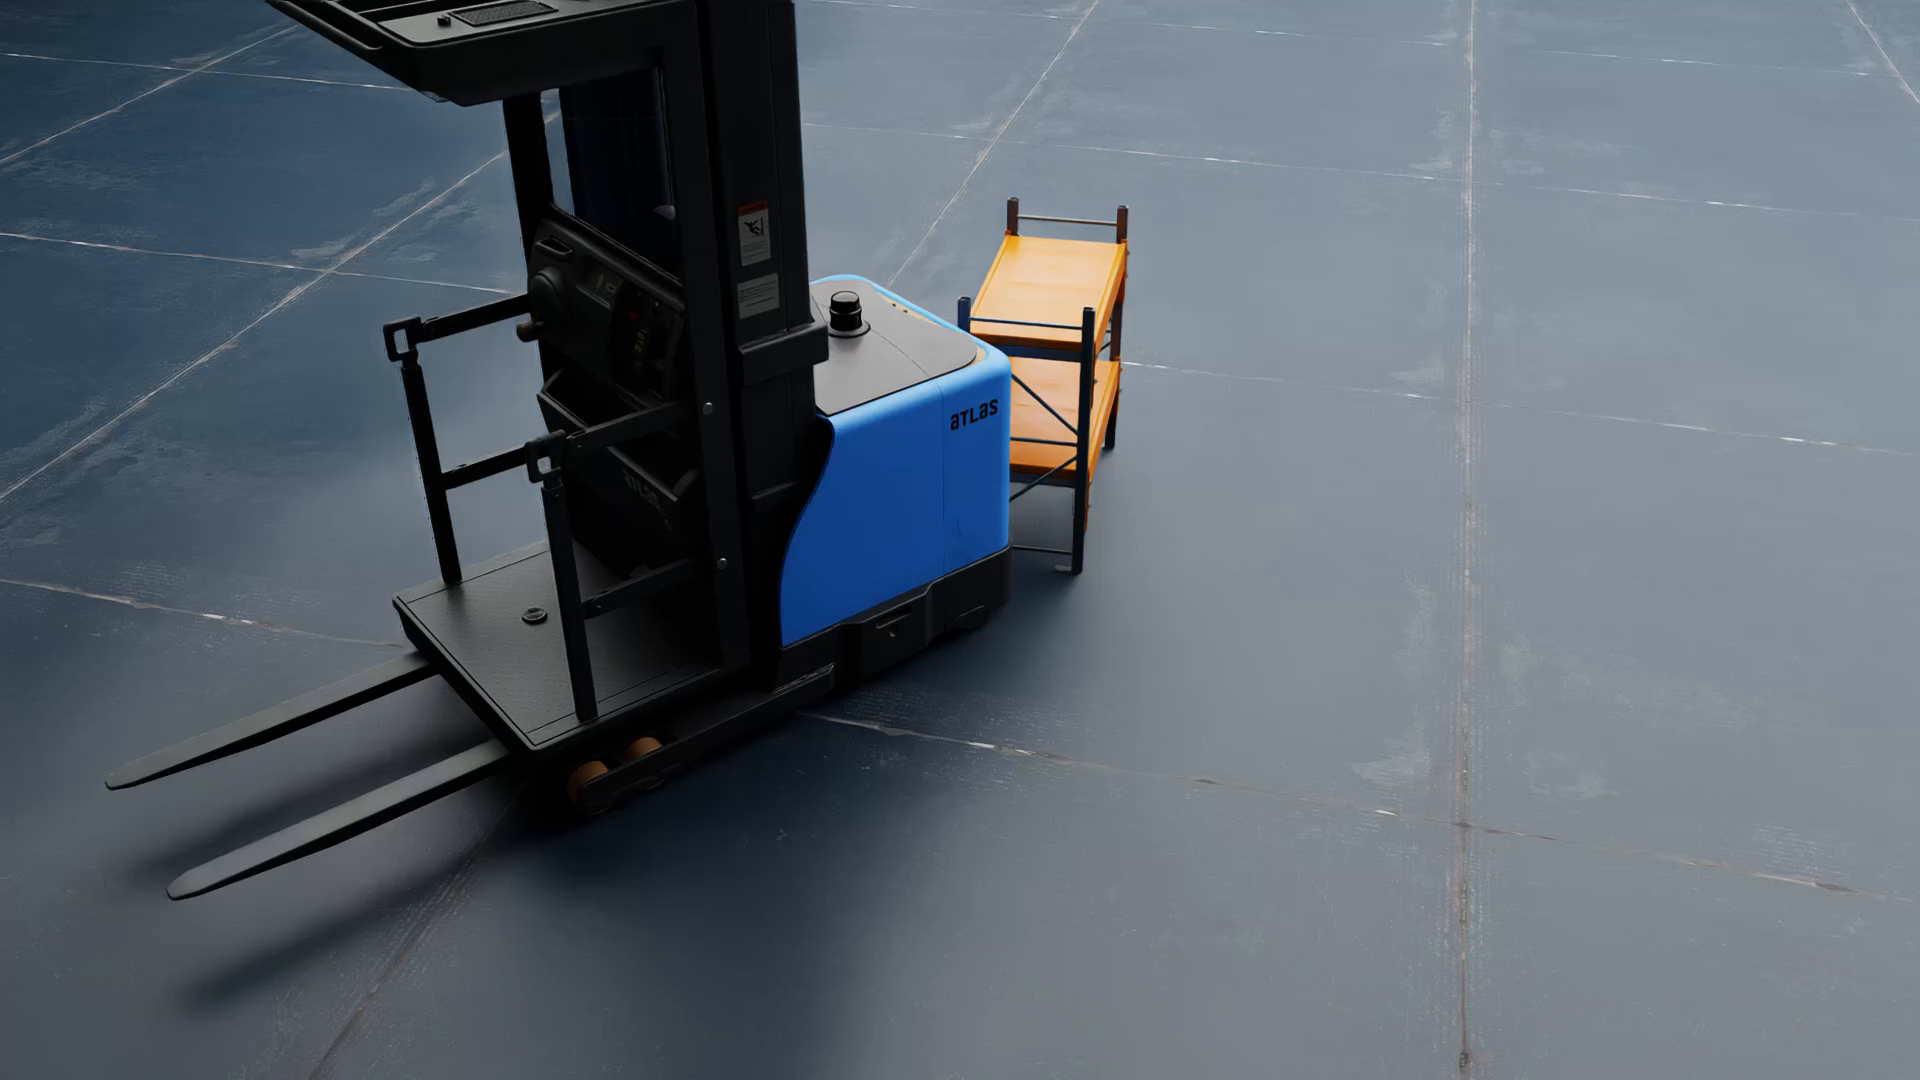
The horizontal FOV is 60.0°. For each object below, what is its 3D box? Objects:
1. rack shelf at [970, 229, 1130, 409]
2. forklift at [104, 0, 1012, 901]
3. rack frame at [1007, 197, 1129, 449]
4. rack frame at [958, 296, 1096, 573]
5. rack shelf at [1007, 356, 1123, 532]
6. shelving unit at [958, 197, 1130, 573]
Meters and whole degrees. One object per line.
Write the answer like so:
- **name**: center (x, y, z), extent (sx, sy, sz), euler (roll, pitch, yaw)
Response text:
- **rack shelf**: center (0.341, -0.892, 6.559), extent (0.538, 0.278, 1.000), euler (6, 33, 10)
- **forklift**: center (-1.271, -0.675, 5.079), extent (3.031, 2.935, 1.130), euler (-23, 39, -32)
- **rack frame**: center (0.444, -0.912, 7.136), extent (0.500, 1.125, 0.032), euler (6, 33, 10)
- **rack frame**: center (0.239, -0.378, 6.296), extent (0.500, 1.125, 0.032), euler (6, 33, 10)
- **rack shelf**: center (0.341, -0.439, 6.847), extent (0.538, 0.278, 1.000), euler (6, 33, 10)
- **shelving unit**: center (0.341, -0.645, 6.716), extent (0.538, 1.125, 1.048), euler (6, 33, 10)
